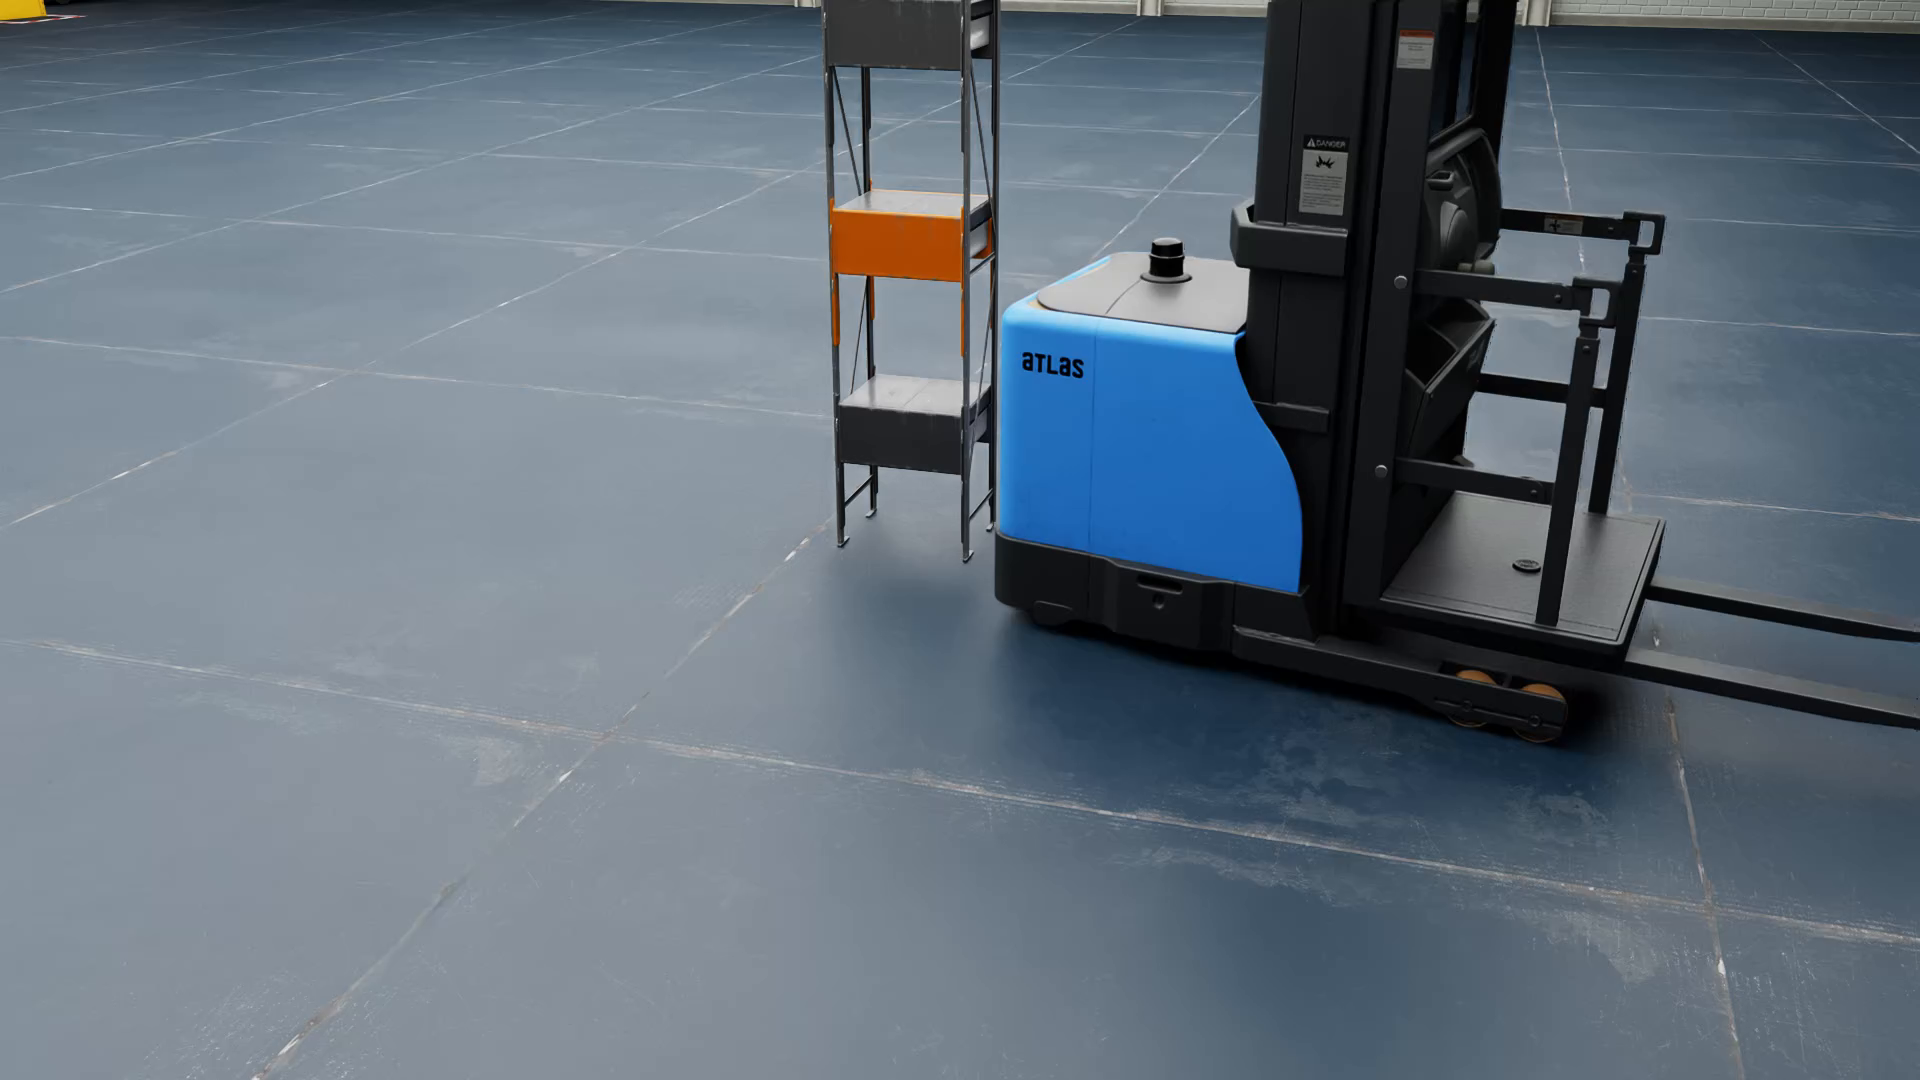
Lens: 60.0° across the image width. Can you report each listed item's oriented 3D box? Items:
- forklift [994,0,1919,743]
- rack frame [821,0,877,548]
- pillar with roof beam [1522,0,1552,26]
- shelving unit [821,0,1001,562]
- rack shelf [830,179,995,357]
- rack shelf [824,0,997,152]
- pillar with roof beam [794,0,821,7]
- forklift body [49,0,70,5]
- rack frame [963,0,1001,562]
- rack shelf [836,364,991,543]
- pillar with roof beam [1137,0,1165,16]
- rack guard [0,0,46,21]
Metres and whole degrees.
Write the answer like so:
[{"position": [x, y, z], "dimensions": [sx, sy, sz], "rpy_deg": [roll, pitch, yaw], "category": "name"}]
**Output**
[{"position": [1.665, -0.997, 4.839], "dimensions": [3.031, 2.935, 1.130], "rpy_deg": [11, 25, 25], "category": "forklift"}, {"position": [-0.392, -1.016, 5.981], "dimensions": [0.015, 2.100, 0.400], "rpy_deg": [7, 23, 16], "category": "rack frame"}, {"position": [7.617, -10.534, 20.093], "dimensions": [0.400, 9.000, 9.100], "rpy_deg": [7, 23, 16], "category": "pillar with roof beam"}, {"position": [-0.158, -0.990, 5.916], "dimensions": [0.503, 2.100, 0.431], "rpy_deg": [7, 23, 16], "category": "shelving unit"}, {"position": [-0.158, -0.977, 5.921], "dimensions": [0.480, 0.518, 0.431], "rpy_deg": [7, 23, 16], "category": "rack shelf"}, {"position": [-0.158, -1.625, 5.655], "dimensions": [0.480, 0.518, 0.431], "rpy_deg": [7, 23, 16], "category": "rack shelf"}, {"position": [-3.871, -11.849, 23.300], "dimensions": [0.400, 9.000, 9.100], "rpy_deg": [7, 23, 16], "category": "pillar with roof beam"}, {"position": [-16.052, -10.702, 29.526], "dimensions": [1.214, 2.155, 2.313], "rpy_deg": [7, 23, 16], "category": "forklift body"}, {"position": [0.075, -0.963, 5.851], "dimensions": [0.015, 2.100, 0.400], "rpy_deg": [7, 23, 16], "category": "rack frame"}, {"position": [-0.158, -0.329, 6.187], "dimensions": [0.480, 0.518, 0.431], "rpy_deg": [7, 23, 16], "category": "rack shelf"}, {"position": [1.873, -11.192, 21.696], "dimensions": [0.400, 9.000, 9.100], "rpy_deg": [7, 23, 16], "category": "pillar with roof beam"}, {"position": [-15.213, -8.598, 26.571], "dimensions": [0.348, 0.500, 1.175], "rpy_deg": [7, 23, 16], "category": "rack guard"}]
